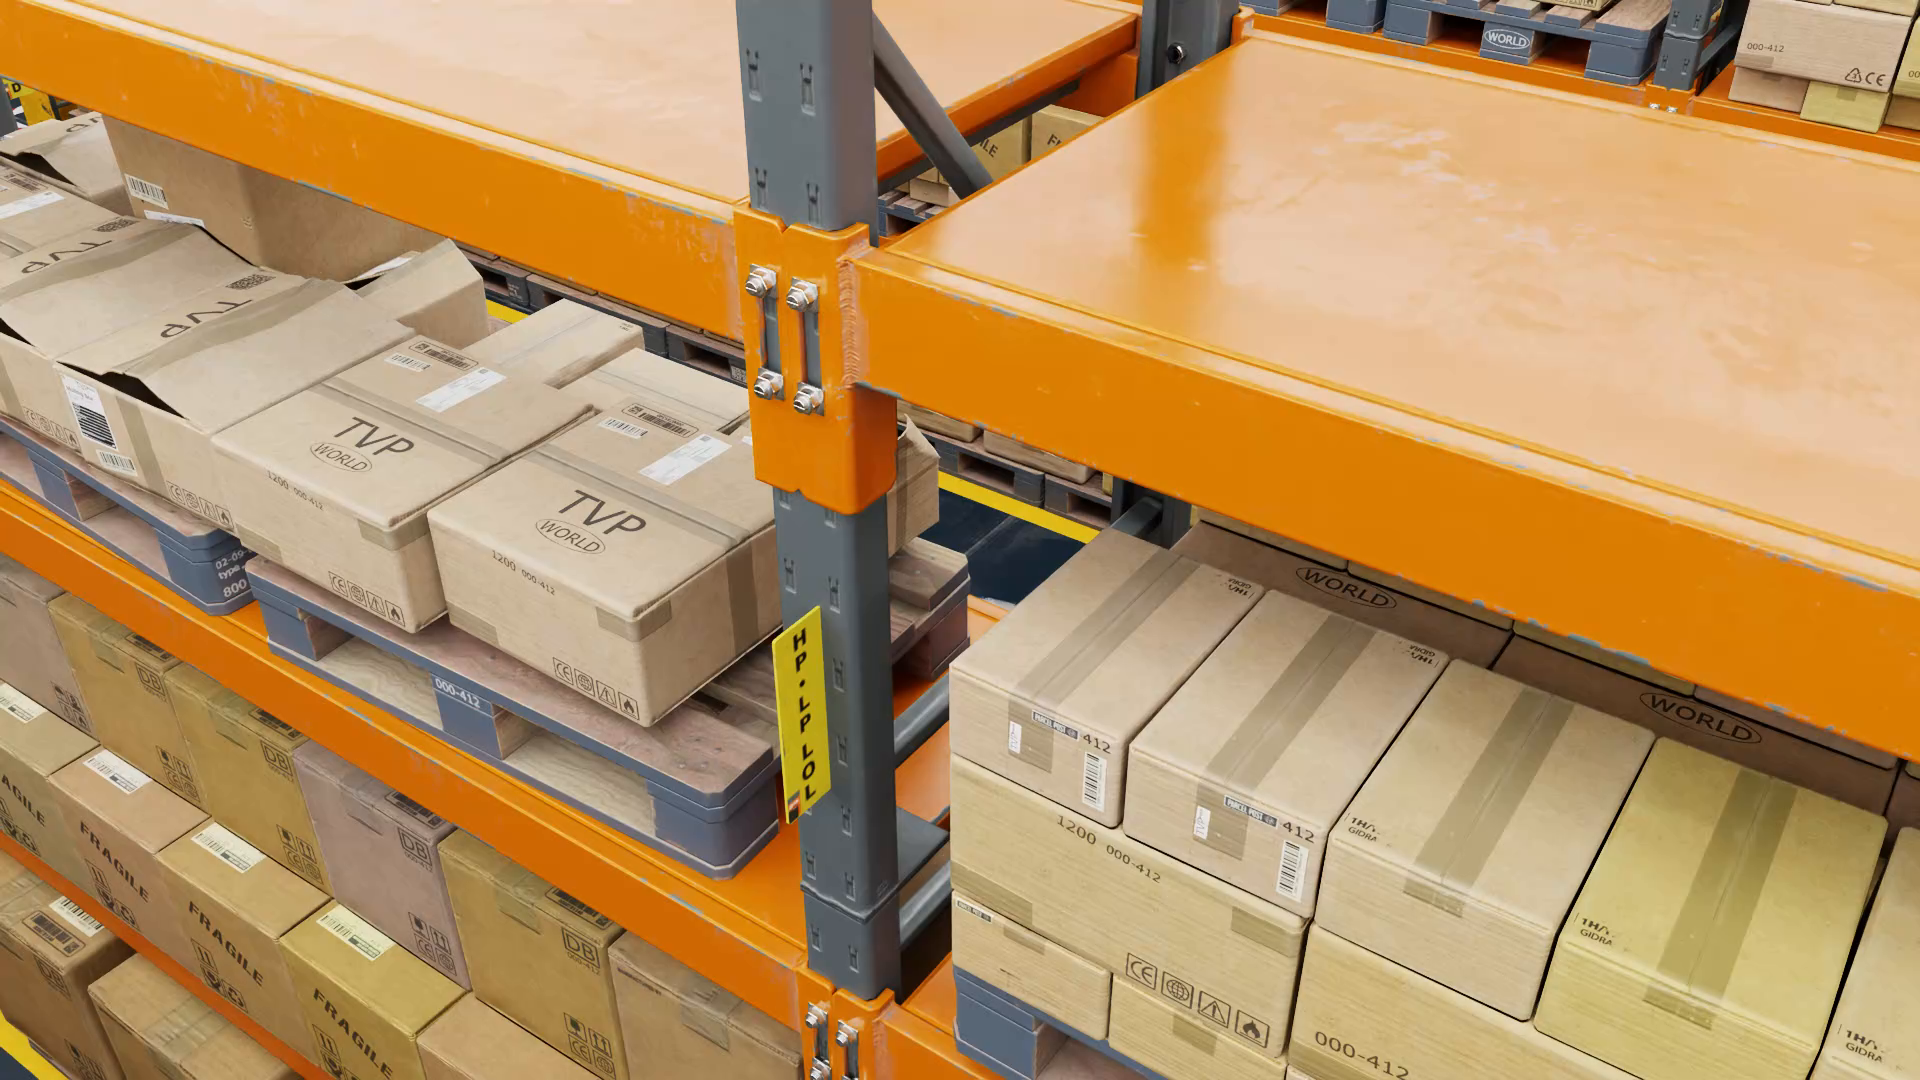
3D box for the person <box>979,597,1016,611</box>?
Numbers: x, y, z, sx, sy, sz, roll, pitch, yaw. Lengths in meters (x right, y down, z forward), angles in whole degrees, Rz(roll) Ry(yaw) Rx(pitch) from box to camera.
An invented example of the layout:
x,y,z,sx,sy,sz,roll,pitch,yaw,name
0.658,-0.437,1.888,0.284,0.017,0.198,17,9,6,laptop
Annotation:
x,y,z,sx,sy,sz,roll,pitch,yaw,name
0.067,0.650,7.145,0.466,0.751,0.854,15,37,20,person
